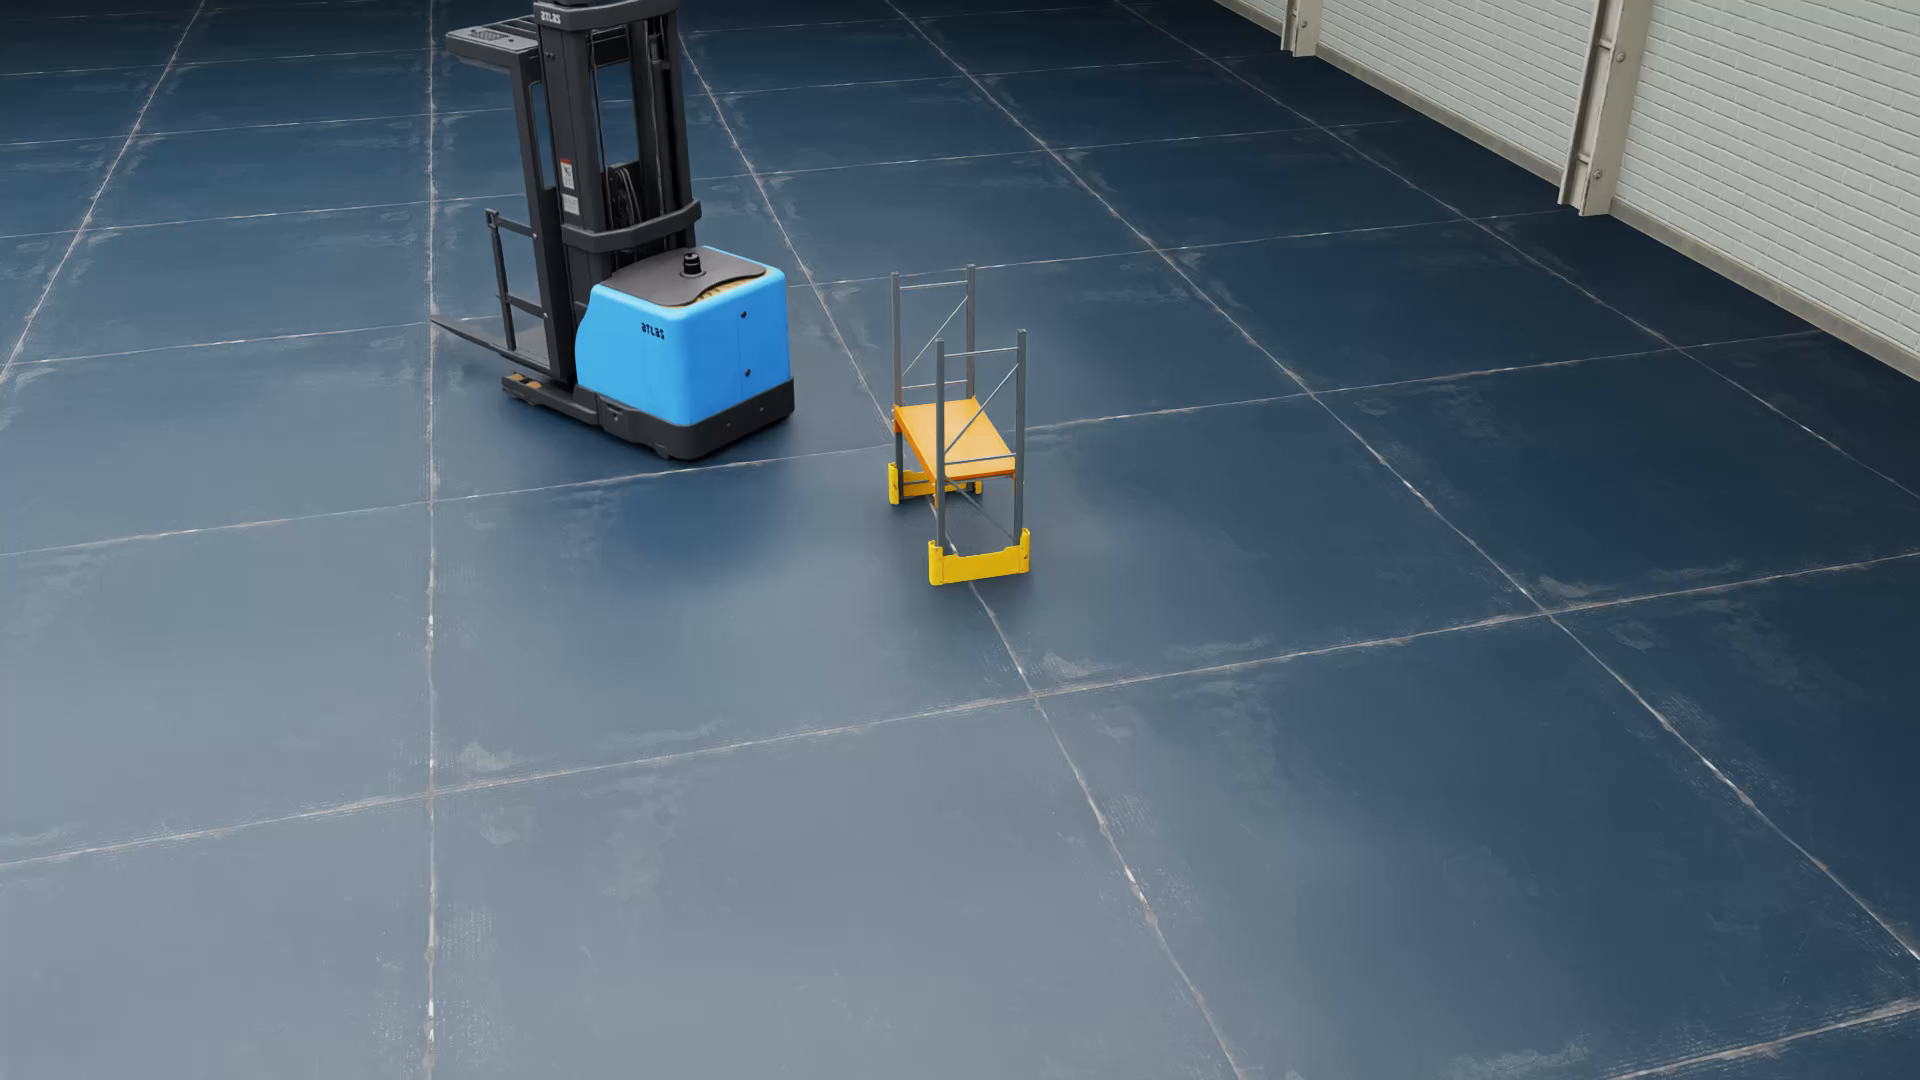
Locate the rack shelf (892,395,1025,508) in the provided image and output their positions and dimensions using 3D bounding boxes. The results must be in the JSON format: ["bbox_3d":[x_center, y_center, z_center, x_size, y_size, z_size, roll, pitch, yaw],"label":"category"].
[{"bbox_3d":[-0.023,-0.535,9.767,0.538,0.185,1.000,-8,31,-13],"label":"rack shelf"}]

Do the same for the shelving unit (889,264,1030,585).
[{"bbox_3d":[-0.020,-0.686,9.669,0.587,1.500,1.083,-8,31,-13],"label":"shelving unit"}]

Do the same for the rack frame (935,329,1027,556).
[{"bbox_3d":[0.112,-0.445,9.252,0.500,1.500,0.032,-8,31,-13],"label":"rack frame"}]

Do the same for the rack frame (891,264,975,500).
[{"bbox_3d":[-0.158,-0.936,10.101,0.500,1.500,0.032,-8,31,-13],"label":"rack frame"}]

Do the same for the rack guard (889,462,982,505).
[{"bbox_3d":[-0.152,-0.386,10.398,0.587,0.250,0.087,-8,31,-13],"label":"rack guard"}]

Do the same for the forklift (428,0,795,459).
[{"bbox_3d":[-2.592,-2.388,11.181,3.031,2.935,1.130,22,37,33],"label":"forklift"}]

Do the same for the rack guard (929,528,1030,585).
[{"bbox_3d":[0.112,0.096,9.567,0.587,0.250,0.087,-8,31,-13],"label":"rack guard"}]

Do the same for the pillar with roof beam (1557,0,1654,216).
[{"bbox_3d":[1.568,-6.365,11.995,9.100,9.000,0.400,-8,31,-13],"label":"pillar with roof beam"}]

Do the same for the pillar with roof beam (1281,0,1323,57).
[{"bbox_3d":[-0.024,-9.263,17.001,9.100,9.000,0.400,-8,31,-13],"label":"pillar with roof beam"}]
